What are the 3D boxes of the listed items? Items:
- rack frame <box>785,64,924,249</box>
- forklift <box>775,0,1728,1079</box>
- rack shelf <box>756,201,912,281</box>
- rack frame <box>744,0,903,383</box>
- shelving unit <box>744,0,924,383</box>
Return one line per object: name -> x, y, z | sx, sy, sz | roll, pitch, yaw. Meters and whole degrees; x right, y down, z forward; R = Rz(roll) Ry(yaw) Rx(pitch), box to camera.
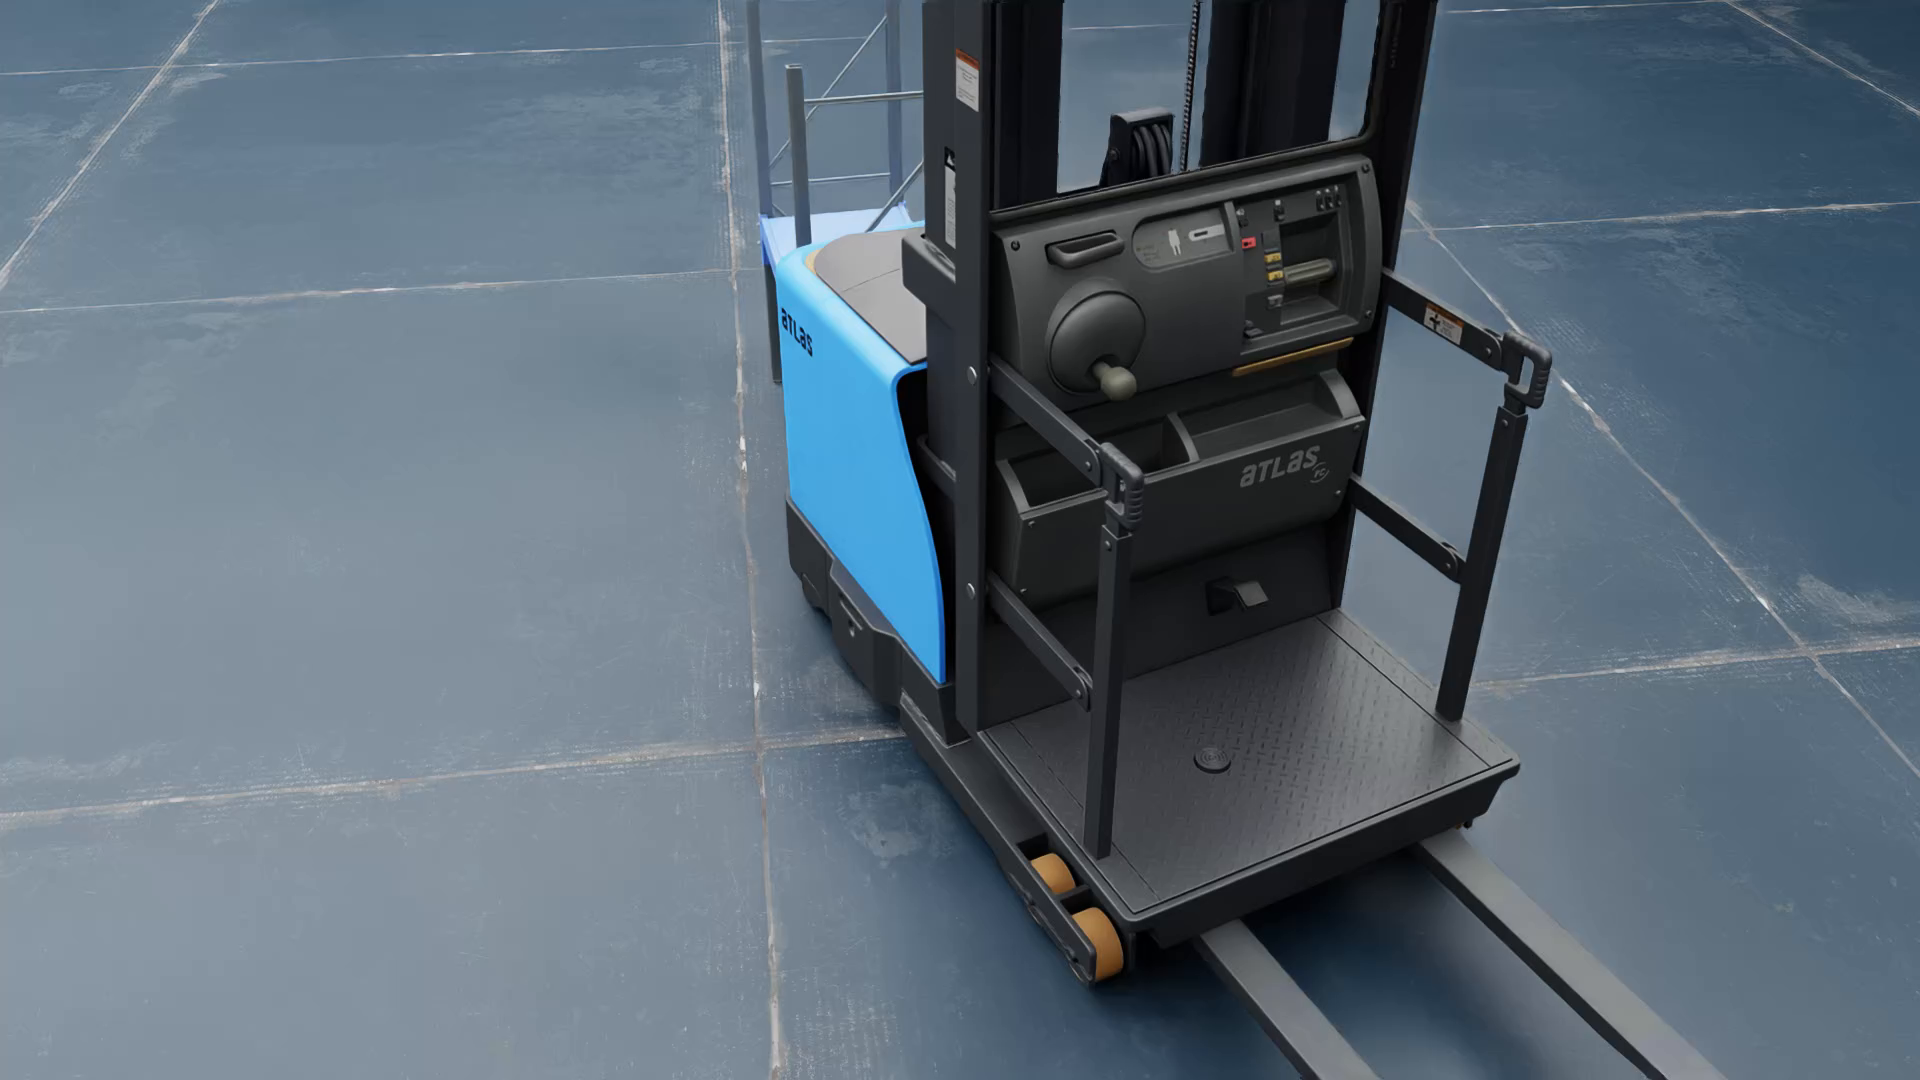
rack frame -> -0.222, -0.675, 4.909 | 0.500, 1.500, 0.032 | -7, 35, -10
forklift -> 0.612, -0.498, 3.379 | 1.130, 2.935, 3.031 | -16, 38, -22
rack shelf -> -0.334, -0.806, 5.420 | 0.538, 0.185, 1.000 | -7, 35, -10
rack frame -> -0.446, -1.234, 5.728 | 0.500, 1.500, 0.032 | -7, 35, -10
shelving unit -> -0.334, -0.954, 5.319 | 0.538, 1.500, 1.048 | -7, 35, -10
